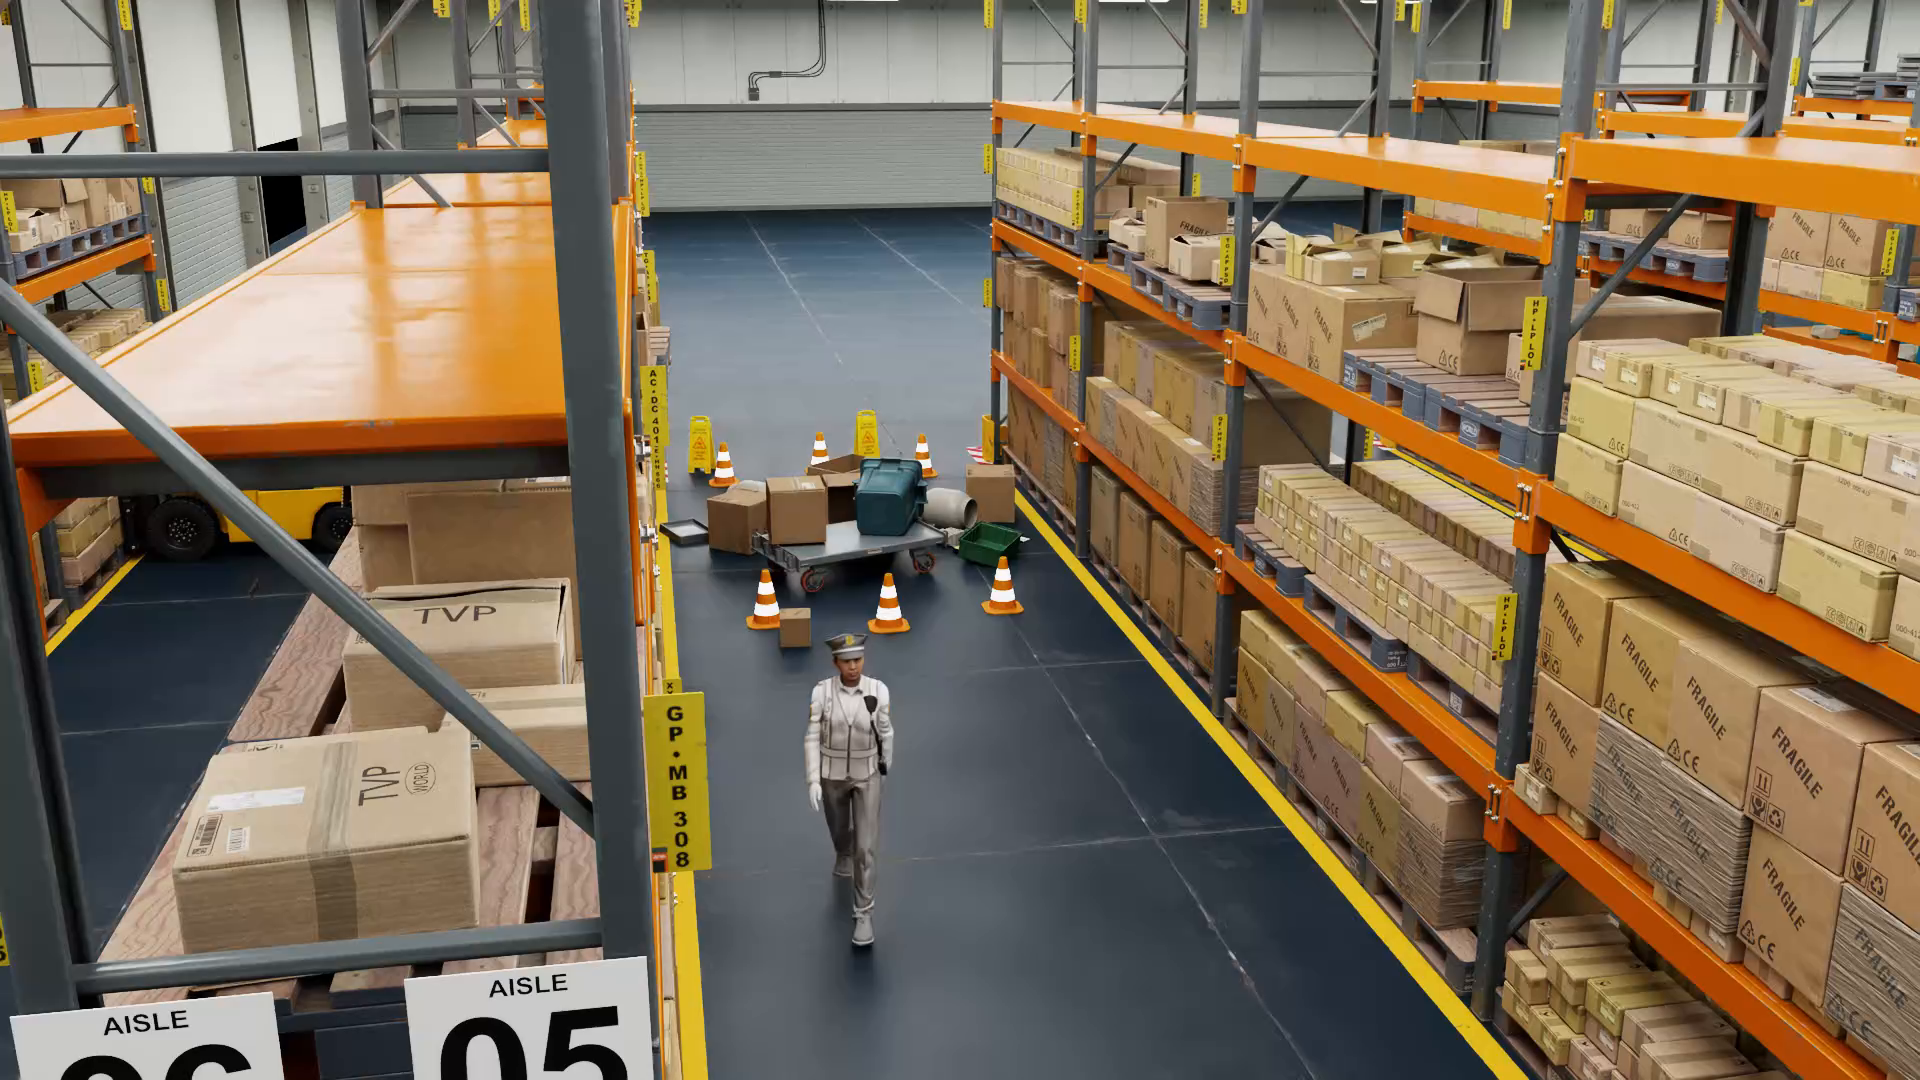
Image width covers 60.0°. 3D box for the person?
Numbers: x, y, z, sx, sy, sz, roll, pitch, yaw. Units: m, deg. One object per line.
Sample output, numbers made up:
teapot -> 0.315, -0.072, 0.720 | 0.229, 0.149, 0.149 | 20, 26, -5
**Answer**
person -> -0.611, 1.282, 9.143 | 0.483, 1.639, 0.992 | 0, 16, 1
